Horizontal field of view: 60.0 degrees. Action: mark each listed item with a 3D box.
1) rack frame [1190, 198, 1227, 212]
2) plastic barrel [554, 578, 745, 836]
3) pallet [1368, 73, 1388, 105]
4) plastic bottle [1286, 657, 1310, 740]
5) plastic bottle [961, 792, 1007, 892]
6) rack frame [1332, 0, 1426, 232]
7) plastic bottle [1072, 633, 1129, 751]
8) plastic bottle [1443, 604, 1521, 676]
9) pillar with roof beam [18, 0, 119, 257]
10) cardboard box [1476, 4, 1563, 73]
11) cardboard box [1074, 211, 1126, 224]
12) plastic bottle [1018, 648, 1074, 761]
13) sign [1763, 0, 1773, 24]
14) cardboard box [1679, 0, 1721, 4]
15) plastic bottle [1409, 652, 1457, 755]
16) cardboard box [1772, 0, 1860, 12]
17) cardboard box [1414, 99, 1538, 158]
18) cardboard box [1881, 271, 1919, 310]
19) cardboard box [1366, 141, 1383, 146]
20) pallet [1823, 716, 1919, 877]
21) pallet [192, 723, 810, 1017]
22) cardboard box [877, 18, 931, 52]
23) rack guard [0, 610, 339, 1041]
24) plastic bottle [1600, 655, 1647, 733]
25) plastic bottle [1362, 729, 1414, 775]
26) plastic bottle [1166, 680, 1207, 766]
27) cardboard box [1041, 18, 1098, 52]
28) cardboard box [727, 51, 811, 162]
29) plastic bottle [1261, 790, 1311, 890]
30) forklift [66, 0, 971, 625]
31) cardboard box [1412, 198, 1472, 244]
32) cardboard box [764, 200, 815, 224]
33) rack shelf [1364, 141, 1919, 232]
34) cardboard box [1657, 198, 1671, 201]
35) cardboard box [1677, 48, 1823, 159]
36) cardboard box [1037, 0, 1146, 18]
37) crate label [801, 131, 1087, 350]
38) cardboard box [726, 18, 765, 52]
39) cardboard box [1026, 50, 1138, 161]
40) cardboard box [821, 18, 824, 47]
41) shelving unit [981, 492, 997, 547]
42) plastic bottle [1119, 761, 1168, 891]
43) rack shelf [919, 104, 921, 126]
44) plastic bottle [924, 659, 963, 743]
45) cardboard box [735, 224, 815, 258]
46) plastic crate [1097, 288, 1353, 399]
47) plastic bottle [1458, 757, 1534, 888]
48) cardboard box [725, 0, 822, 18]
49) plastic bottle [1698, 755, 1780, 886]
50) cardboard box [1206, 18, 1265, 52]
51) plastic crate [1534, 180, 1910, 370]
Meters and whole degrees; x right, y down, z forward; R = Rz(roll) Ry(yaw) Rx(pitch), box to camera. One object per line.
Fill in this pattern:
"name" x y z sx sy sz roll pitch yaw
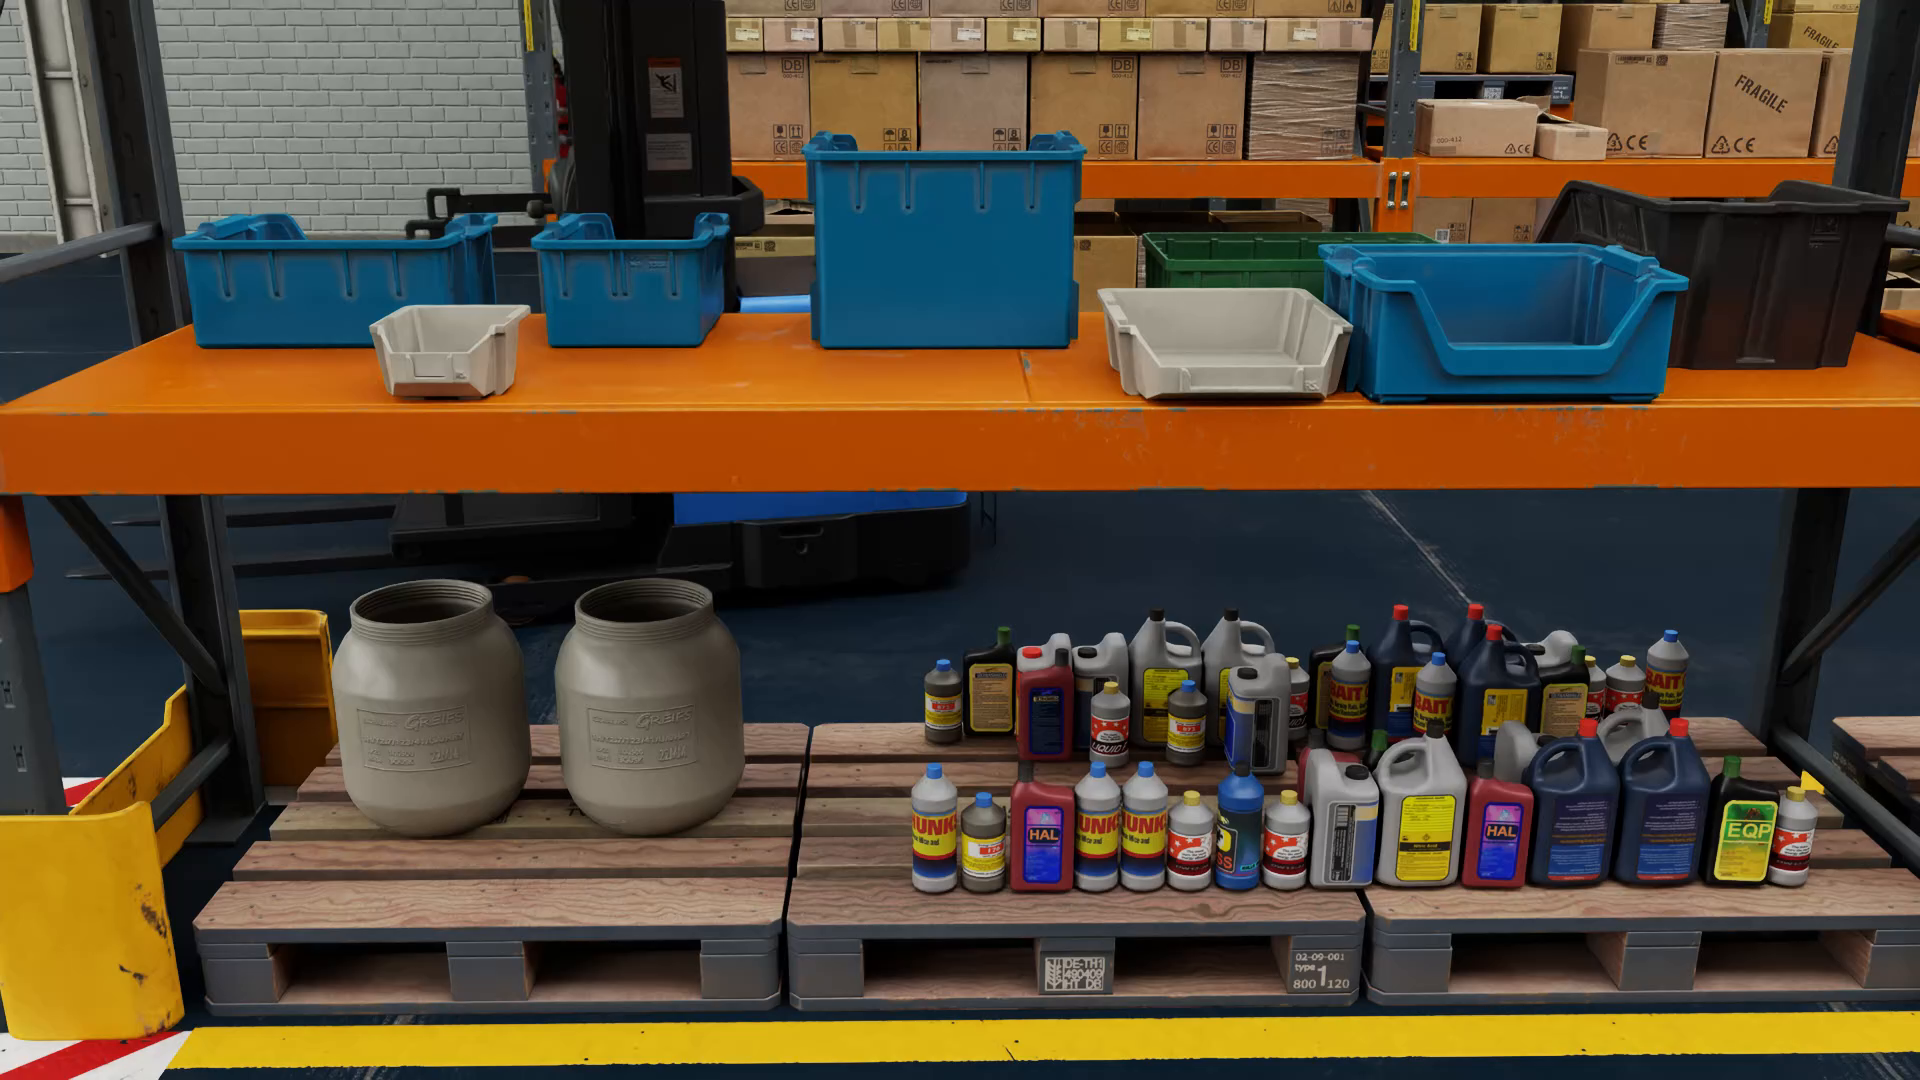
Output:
"rack frame" 1.972 -3.621 12.925 0.127 3.000 1.000 0 18 -1
"plastic barrel" -0.713 0.380 3.838 0.421 0.512 0.421 0 18 0
"pallet" 2.738 -3.489 12.827 1.213 0.211 1.003 0 18 -1
"plastic bottle" 0.842 0.400 4.251 0.097 0.201 0.097 0 18 0
"plastic bottle" 0.050 0.633 3.525 0.097 0.201 0.097 0 18 0
"rack frame" 2.054 -2.108 8.209 0.127 3.000 1.000 0 18 -1
"plastic bottle" 0.349 0.375 4.206 0.135 0.276 0.152 -1 18 -2
"plastic bottle" 1.315 0.334 4.213 0.185 0.351 0.144 0 18 1
"pillar with roof beam" -7.273 -5.382 8.594 0.400 9.000 9.100 0 18 -1
"cardboard box" 4.256 -3.879 12.846 0.500 0.500 0.700 0 18 -1
"cardboard box" 0.585 -1.444 8.726 0.500 0.500 0.500 0 18 -1
"plastic bottle" 0.213 0.405 4.101 0.133 0.283 0.061 0 18 -1
"sign" 5.989 -3.988 12.304 0.005 0.325 0.100 0 18 -1
"cardboard box" 5.627 -4.195 12.770 0.250 0.149 0.380 -3 18 -8
"plastic bottle" 1.171 0.409 4.108 0.097 0.271 0.097 0 18 0
"cardboard box" 6.458 -4.120 12.568 0.500 0.250 0.500 0 18 0
"cardboard box" 2.545 -2.052 8.280 0.500 0.250 0.500 1 18 3
"cardboard box" 4.509 -1.201 8.278 0.500 0.311 0.500 0 18 -1
"cardboard box" 3.148 -3.009 13.162 0.500 0.250 0.500 -1 18 -2
"pallet" 2.913 0.717 3.967 1.213 0.211 1.003 0 18 -1
"pallet" -0.984 0.735 3.911 1.213 0.211 1.003 0 18 -1
"cardboard box" -0.262 -2.388 7.856 0.250 0.149 0.380 -1 18 -2
"rack guard" -1.796 0.600 3.860 0.348 0.500 1.175 0 18 -1
"plastic bottle" 1.701 0.396 4.264 0.097 0.201 0.097 0 18 0
"plastic bottle" 0.947 0.551 3.646 0.133 0.283 0.061 0 18 -1
"plastic bottle" 0.560 0.445 4.109 0.097 0.201 0.097 0 18 0
"cardboard box" 0.516 -2.392 7.868 0.250 0.149 0.380 0 18 1
"cardboard box" -0.954 -2.139 8.140 0.500 0.500 0.700 0 18 1
"plastic bottle" 0.694 0.630 3.534 0.097 0.201 0.097 0 18 0
"forklift" -1.534 -1.270 5.708 3.031 2.935 1.130 -4 18 -13
"cardboard box" 3.734 -2.657 13.291 0.500 0.500 0.700 0 18 0
"cardboard box" -1.334 -2.507 13.133 0.500 0.311 0.500 -2 18 -7
"rack shelf" 4.053 -1.775 8.348 4.000 0.370 1.077 0 18 -1
"cardboard box" 5.252 -2.640 13.239 0.500 0.500 0.700 0 18 0
"cardboard box" 3.849 -2.159 8.205 0.500 0.500 0.500 0 18 -1
"cardboard box" 0.604 -2.764 7.967 0.500 0.500 0.700 0 18 -1
"crate label" -0.035 -0.684 3.712 0.616 0.435 0.502 0 18 -1
"cardboard box" -1.037 -2.384 7.844 0.250 0.149 0.380 0 18 -1
"cardboard box" 0.581 -2.146 8.163 0.500 0.500 0.700 0 18 0
"cardboard box" -0.798 -2.509 8.232 0.250 0.149 0.380 0 18 0
"shelving unit" 0.024 -0.575 6.377 0.189 1.200 0.258 -4 18 -12
"plastic bottle" 0.389 0.598 3.519 0.097 0.271 0.097 0 18 0
"rack shelf" -0.028 -3.269 13.005 4.000 0.370 1.077 0 18 -1
"plastic bottle" -0.042 0.404 4.238 0.097 0.201 0.097 0 18 0
"cardboard box" -0.906 -1.274 8.195 0.500 0.500 0.500 0 18 -1
"plastic crate" 0.509 -0.384 3.267 0.437 0.136 0.530 0 18 -1
"plastic bottle" 1.135 0.594 3.511 0.133 0.283 0.061 1 18 3
"cardboard box" -0.900 -2.757 7.944 0.500 0.500 0.700 -1 18 -2
"plastic bottle" 1.652 0.592 3.519 0.133 0.283 0.061 1 18 2
"cardboard box" 1.276 -2.395 7.878 0.250 0.149 0.380 -1 18 -2
"plastic crate" 1.603 -0.602 3.615 0.504 0.338 0.767 0 18 -1
